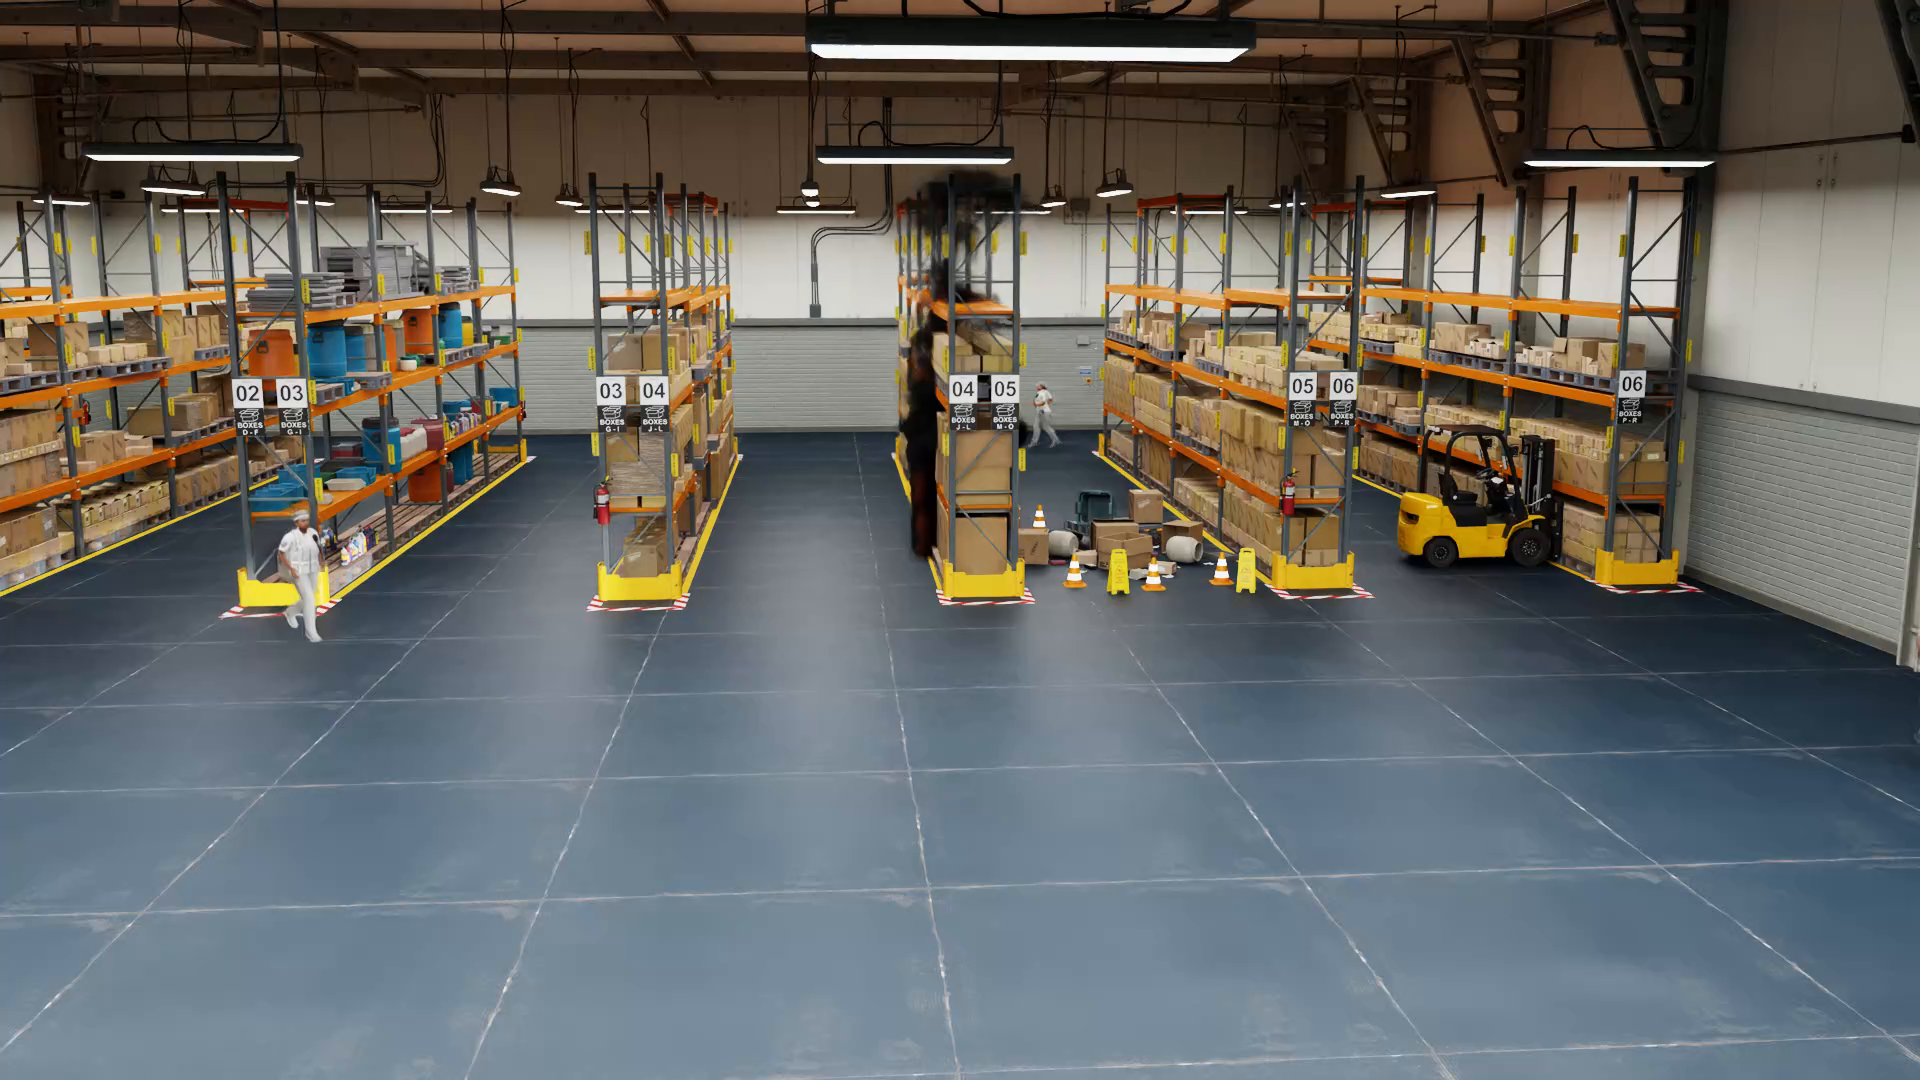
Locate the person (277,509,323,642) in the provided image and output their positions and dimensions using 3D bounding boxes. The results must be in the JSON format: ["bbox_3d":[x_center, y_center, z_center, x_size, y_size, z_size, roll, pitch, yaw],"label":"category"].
[{"bbox_3d":[-8.497,0.436,21.452,0.756,1.718,0.585,7,12,33],"label":"person"}]

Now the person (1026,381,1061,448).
[{"bbox_3d":[2.076,-3.119,41.376,0.879,1.671,0.599,0,10,3],"label":"person"}]
